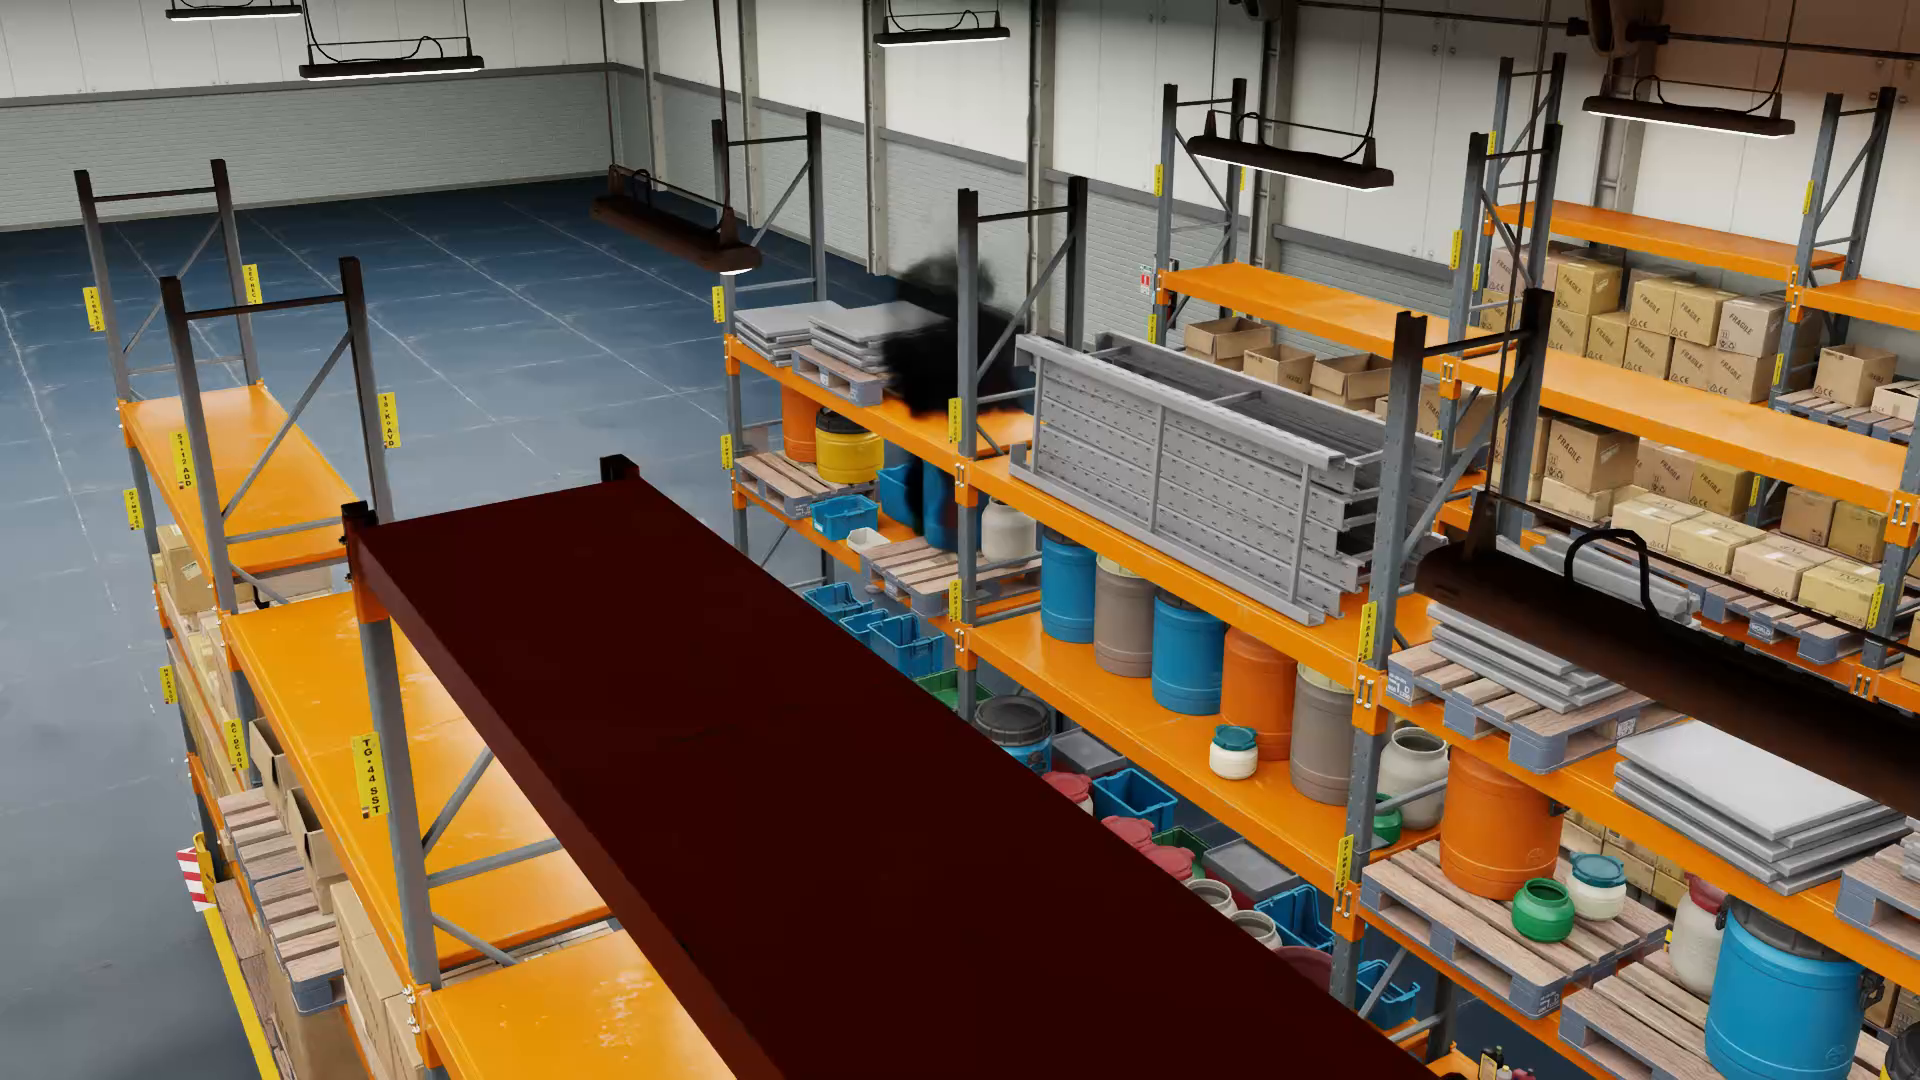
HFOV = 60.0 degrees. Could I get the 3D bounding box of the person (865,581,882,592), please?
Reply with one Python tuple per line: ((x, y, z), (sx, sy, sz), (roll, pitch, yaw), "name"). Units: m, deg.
((-1.106, -0.215, 19.591), (0.628, 1.736, 0.720), (-4, 22, -9), "person")
